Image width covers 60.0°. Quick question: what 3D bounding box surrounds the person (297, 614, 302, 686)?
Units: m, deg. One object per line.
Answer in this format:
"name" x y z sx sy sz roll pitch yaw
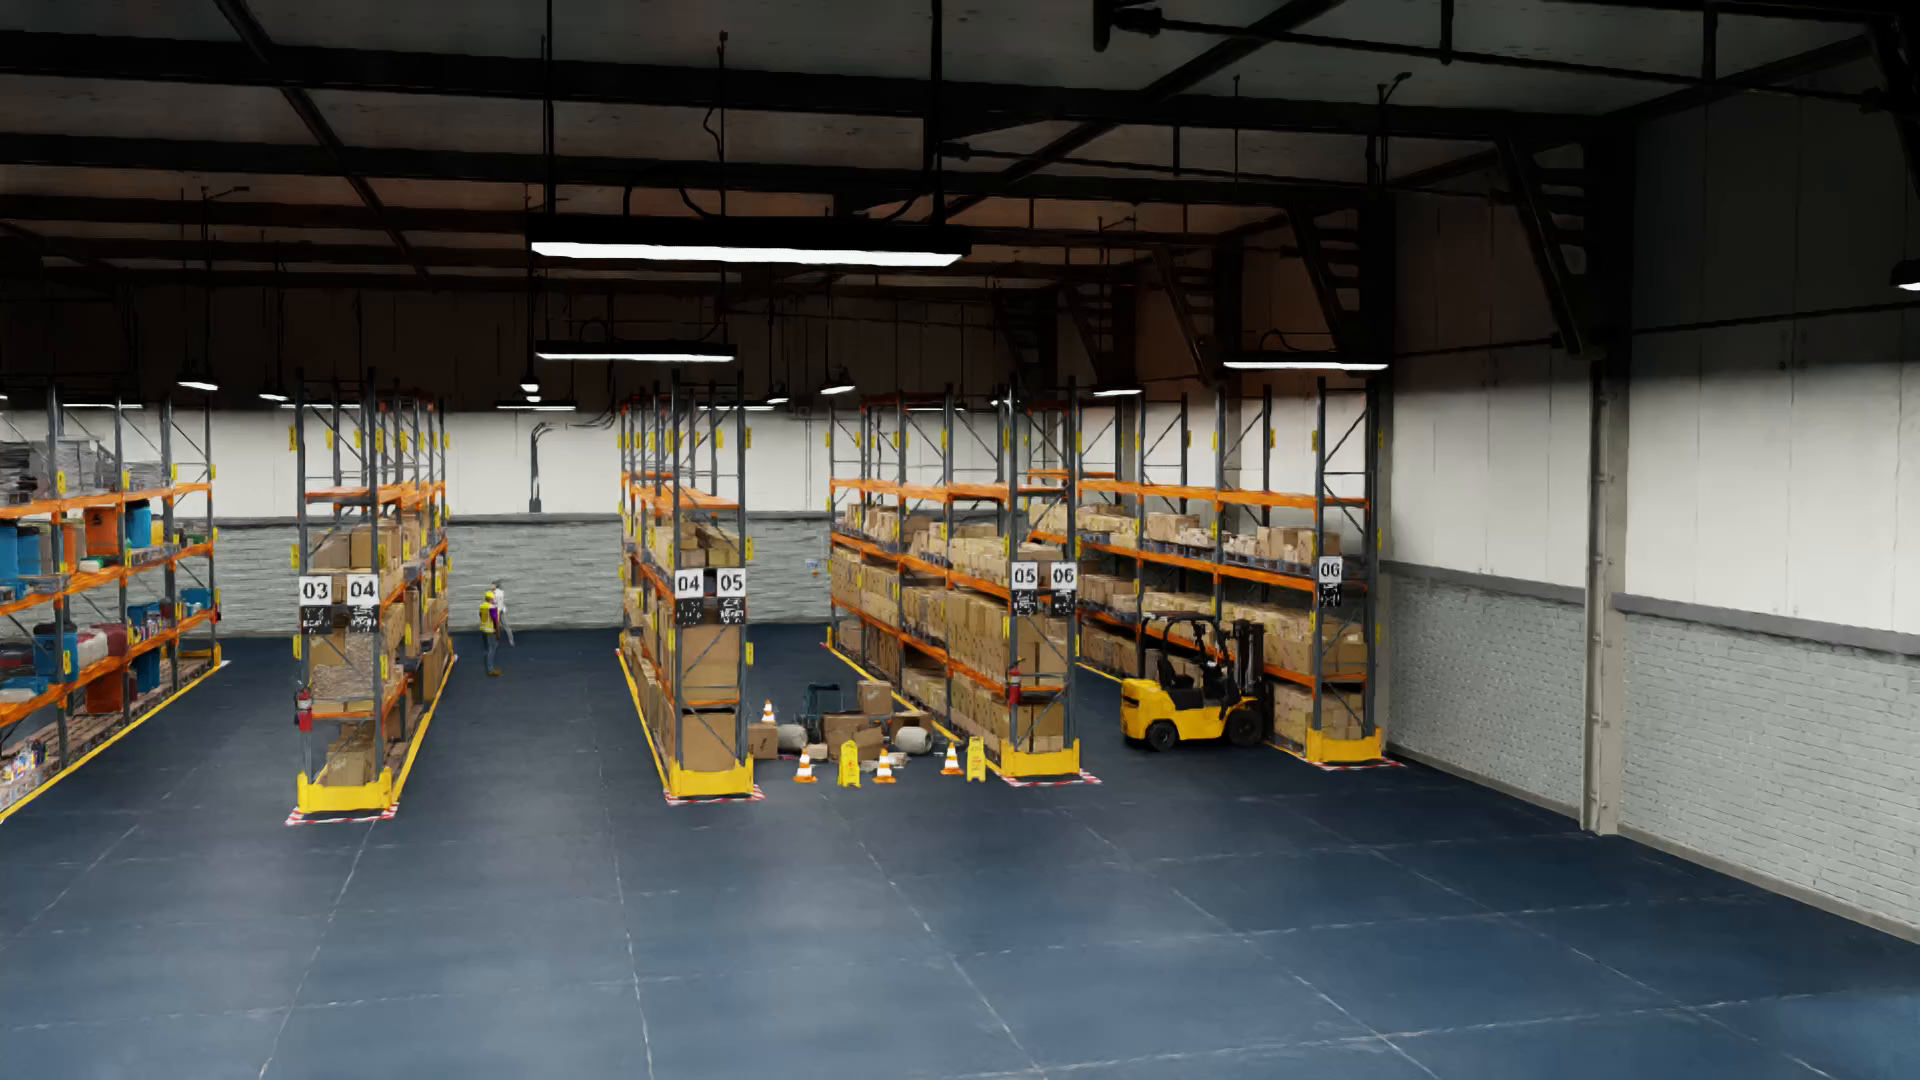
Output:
"person" -13.152 2.211 33.425 0.407 1.594 0.458 -3 5 -43

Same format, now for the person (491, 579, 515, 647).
"person" -11.155 1.769 40.336 0.678 1.658 0.496 -3 5 -42

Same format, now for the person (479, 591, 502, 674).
"person" -10.059 1.969 35.739 0.447 1.771 0.632 -3 5 -45
